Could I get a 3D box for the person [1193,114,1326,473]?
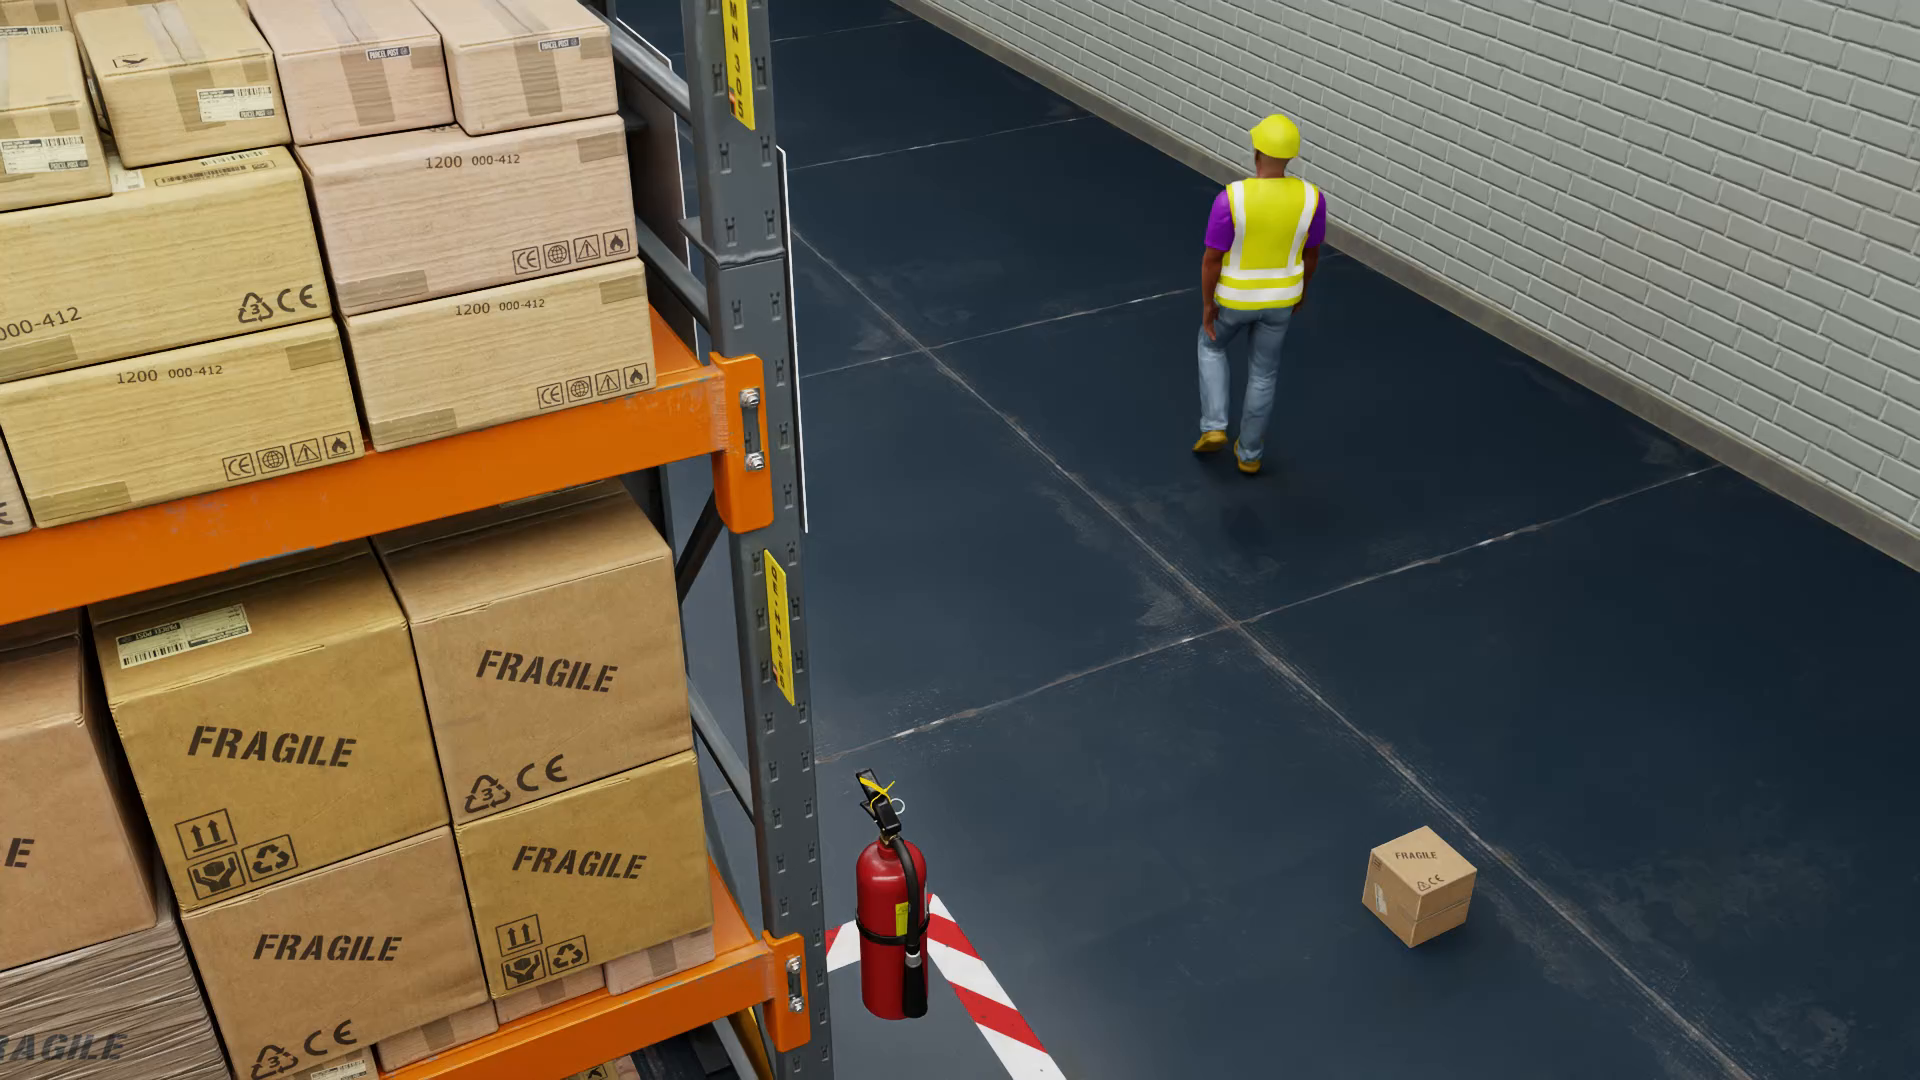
[{"bbox_3d":[1.399,-1.159,7.902,0.566,1.799,0.468,0,33,0],"label":"person"}]
